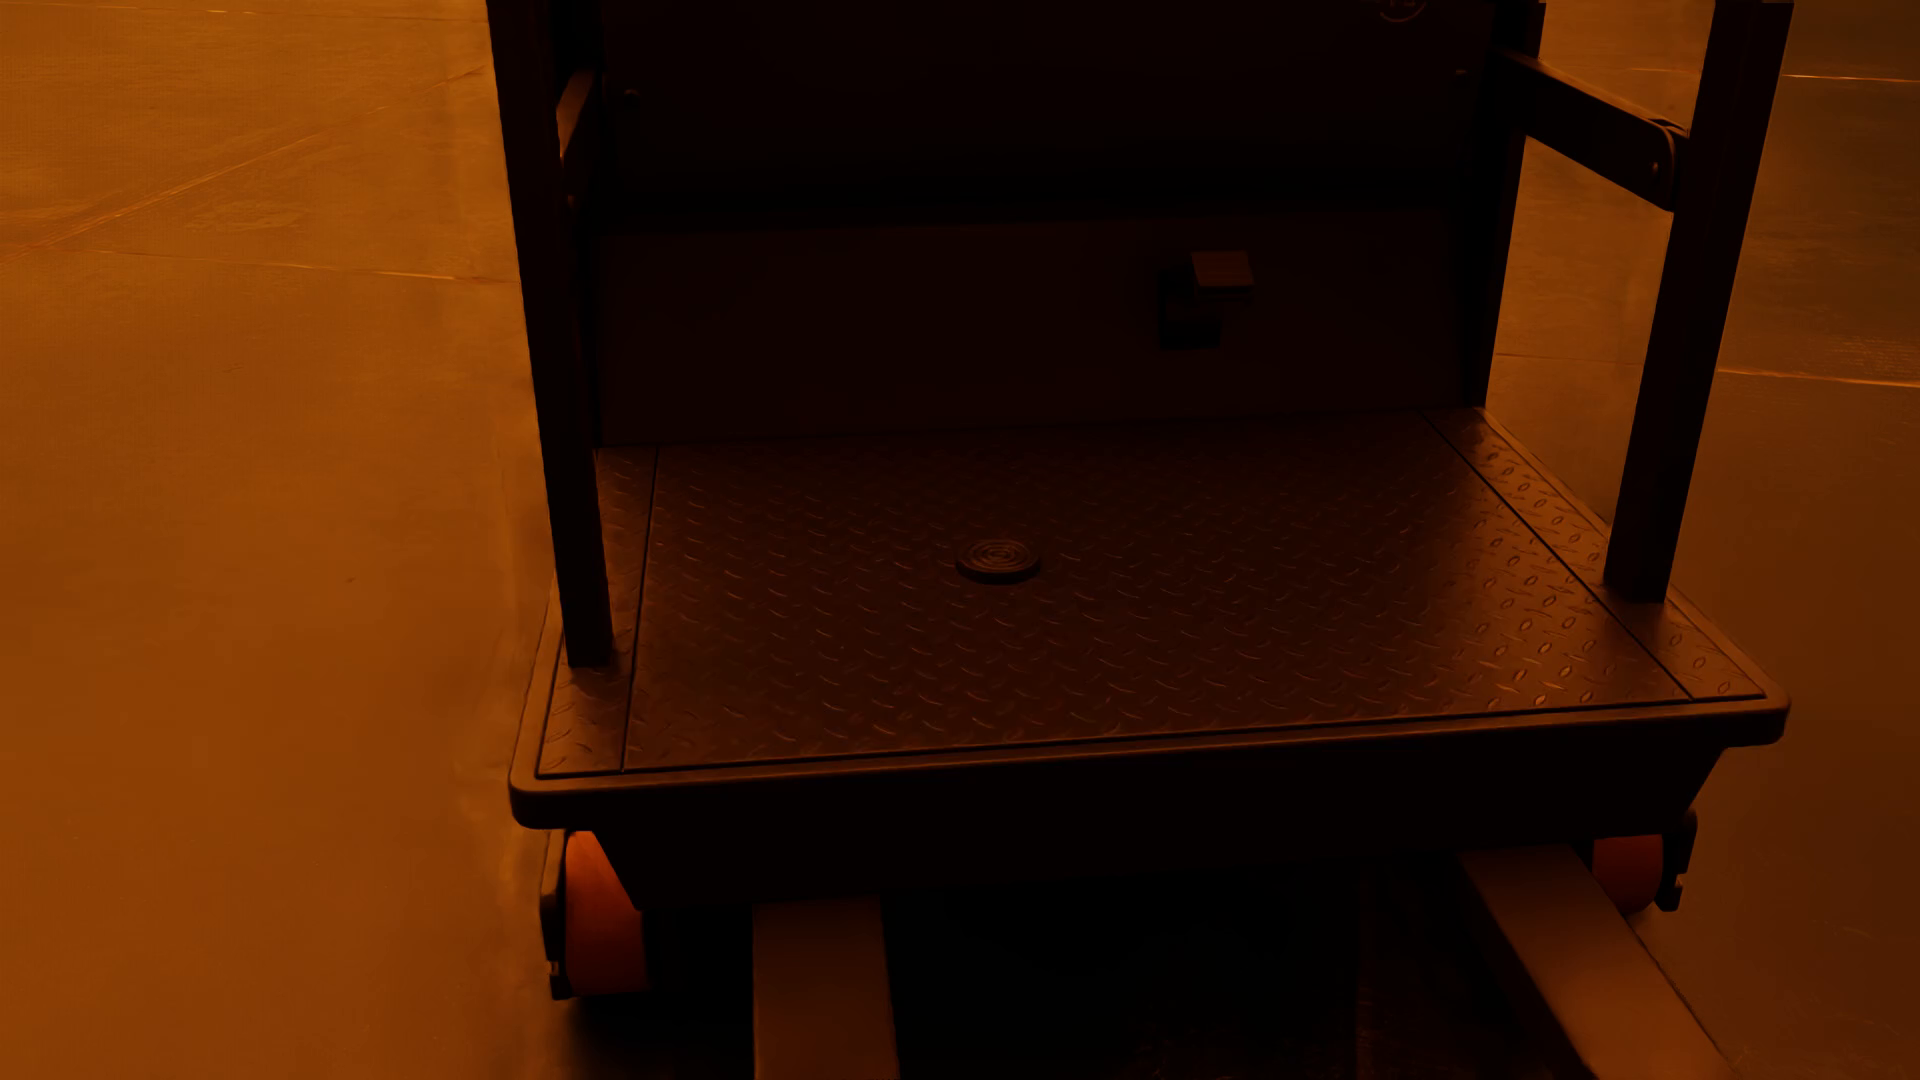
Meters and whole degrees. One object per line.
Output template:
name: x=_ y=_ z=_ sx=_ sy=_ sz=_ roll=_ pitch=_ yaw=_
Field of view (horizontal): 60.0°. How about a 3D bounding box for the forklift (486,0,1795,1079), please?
forklift: x=0.140 y=-0.969 z=1.238 sx=1.101 sy=2.867 sz=2.884 roll=-3 pitch=27 yaw=-6
